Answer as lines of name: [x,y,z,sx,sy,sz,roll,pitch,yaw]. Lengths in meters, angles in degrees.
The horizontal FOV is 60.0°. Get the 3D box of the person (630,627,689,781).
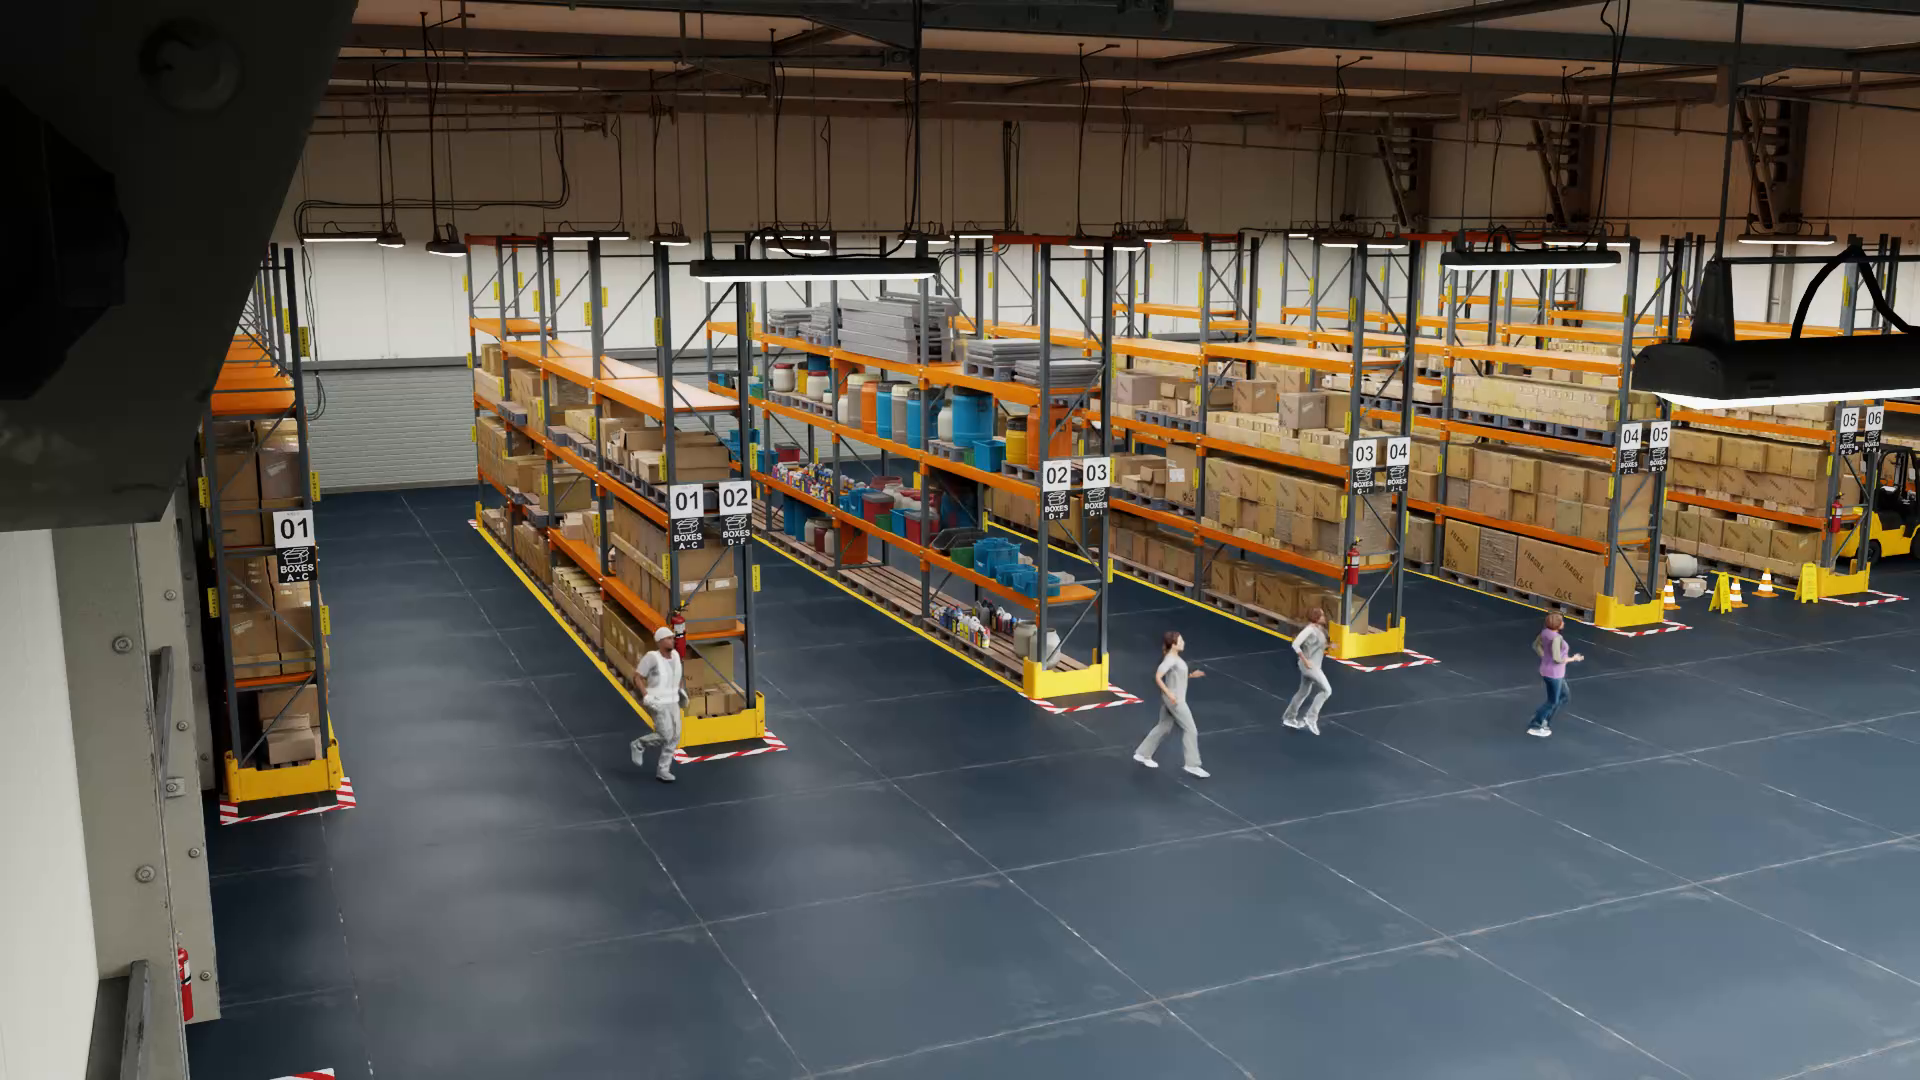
person: [-3.400,1.849,19.107,0.648,1.710,0.726,7,13,30]

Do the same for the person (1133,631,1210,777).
person: [2.431,1.869,19.016,0.875,1.701,0.550,0,11,1]

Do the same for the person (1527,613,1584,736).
person: [7.311,1.656,20.407,0.596,1.575,0.517,2,11,8]

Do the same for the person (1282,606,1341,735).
person: [4.378,1.611,20.688,0.679,1.620,0.507,2,11,11]

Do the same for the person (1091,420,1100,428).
person: [3.474,-2.490,41.369,0.873,1.763,0.722,-10,15,-42]
